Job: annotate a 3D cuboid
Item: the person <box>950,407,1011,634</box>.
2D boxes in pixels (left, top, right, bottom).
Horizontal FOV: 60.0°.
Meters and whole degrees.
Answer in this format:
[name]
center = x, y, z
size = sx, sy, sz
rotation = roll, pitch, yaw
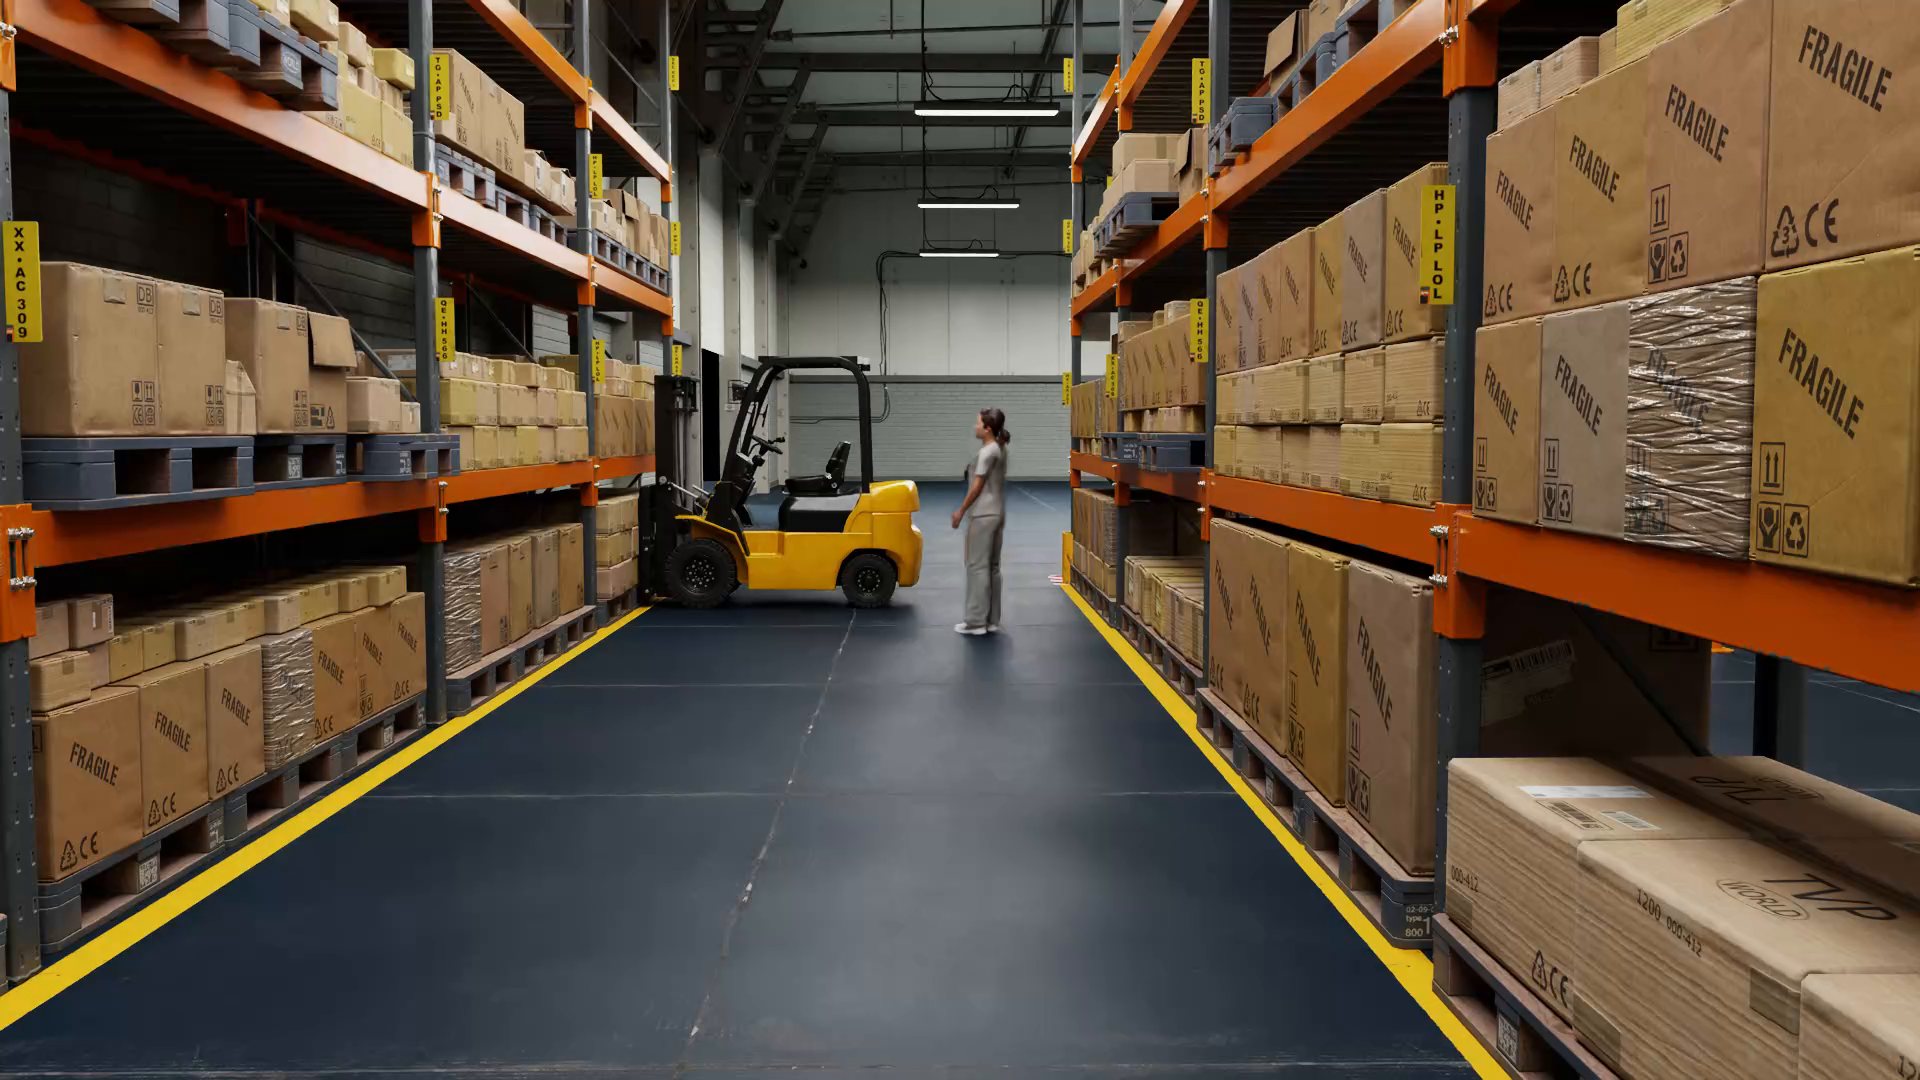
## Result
[person]
center = 0.172, -0.144, 12.343
size = 0.443, 1.684, 0.527
rotation = 1, 4, 15
